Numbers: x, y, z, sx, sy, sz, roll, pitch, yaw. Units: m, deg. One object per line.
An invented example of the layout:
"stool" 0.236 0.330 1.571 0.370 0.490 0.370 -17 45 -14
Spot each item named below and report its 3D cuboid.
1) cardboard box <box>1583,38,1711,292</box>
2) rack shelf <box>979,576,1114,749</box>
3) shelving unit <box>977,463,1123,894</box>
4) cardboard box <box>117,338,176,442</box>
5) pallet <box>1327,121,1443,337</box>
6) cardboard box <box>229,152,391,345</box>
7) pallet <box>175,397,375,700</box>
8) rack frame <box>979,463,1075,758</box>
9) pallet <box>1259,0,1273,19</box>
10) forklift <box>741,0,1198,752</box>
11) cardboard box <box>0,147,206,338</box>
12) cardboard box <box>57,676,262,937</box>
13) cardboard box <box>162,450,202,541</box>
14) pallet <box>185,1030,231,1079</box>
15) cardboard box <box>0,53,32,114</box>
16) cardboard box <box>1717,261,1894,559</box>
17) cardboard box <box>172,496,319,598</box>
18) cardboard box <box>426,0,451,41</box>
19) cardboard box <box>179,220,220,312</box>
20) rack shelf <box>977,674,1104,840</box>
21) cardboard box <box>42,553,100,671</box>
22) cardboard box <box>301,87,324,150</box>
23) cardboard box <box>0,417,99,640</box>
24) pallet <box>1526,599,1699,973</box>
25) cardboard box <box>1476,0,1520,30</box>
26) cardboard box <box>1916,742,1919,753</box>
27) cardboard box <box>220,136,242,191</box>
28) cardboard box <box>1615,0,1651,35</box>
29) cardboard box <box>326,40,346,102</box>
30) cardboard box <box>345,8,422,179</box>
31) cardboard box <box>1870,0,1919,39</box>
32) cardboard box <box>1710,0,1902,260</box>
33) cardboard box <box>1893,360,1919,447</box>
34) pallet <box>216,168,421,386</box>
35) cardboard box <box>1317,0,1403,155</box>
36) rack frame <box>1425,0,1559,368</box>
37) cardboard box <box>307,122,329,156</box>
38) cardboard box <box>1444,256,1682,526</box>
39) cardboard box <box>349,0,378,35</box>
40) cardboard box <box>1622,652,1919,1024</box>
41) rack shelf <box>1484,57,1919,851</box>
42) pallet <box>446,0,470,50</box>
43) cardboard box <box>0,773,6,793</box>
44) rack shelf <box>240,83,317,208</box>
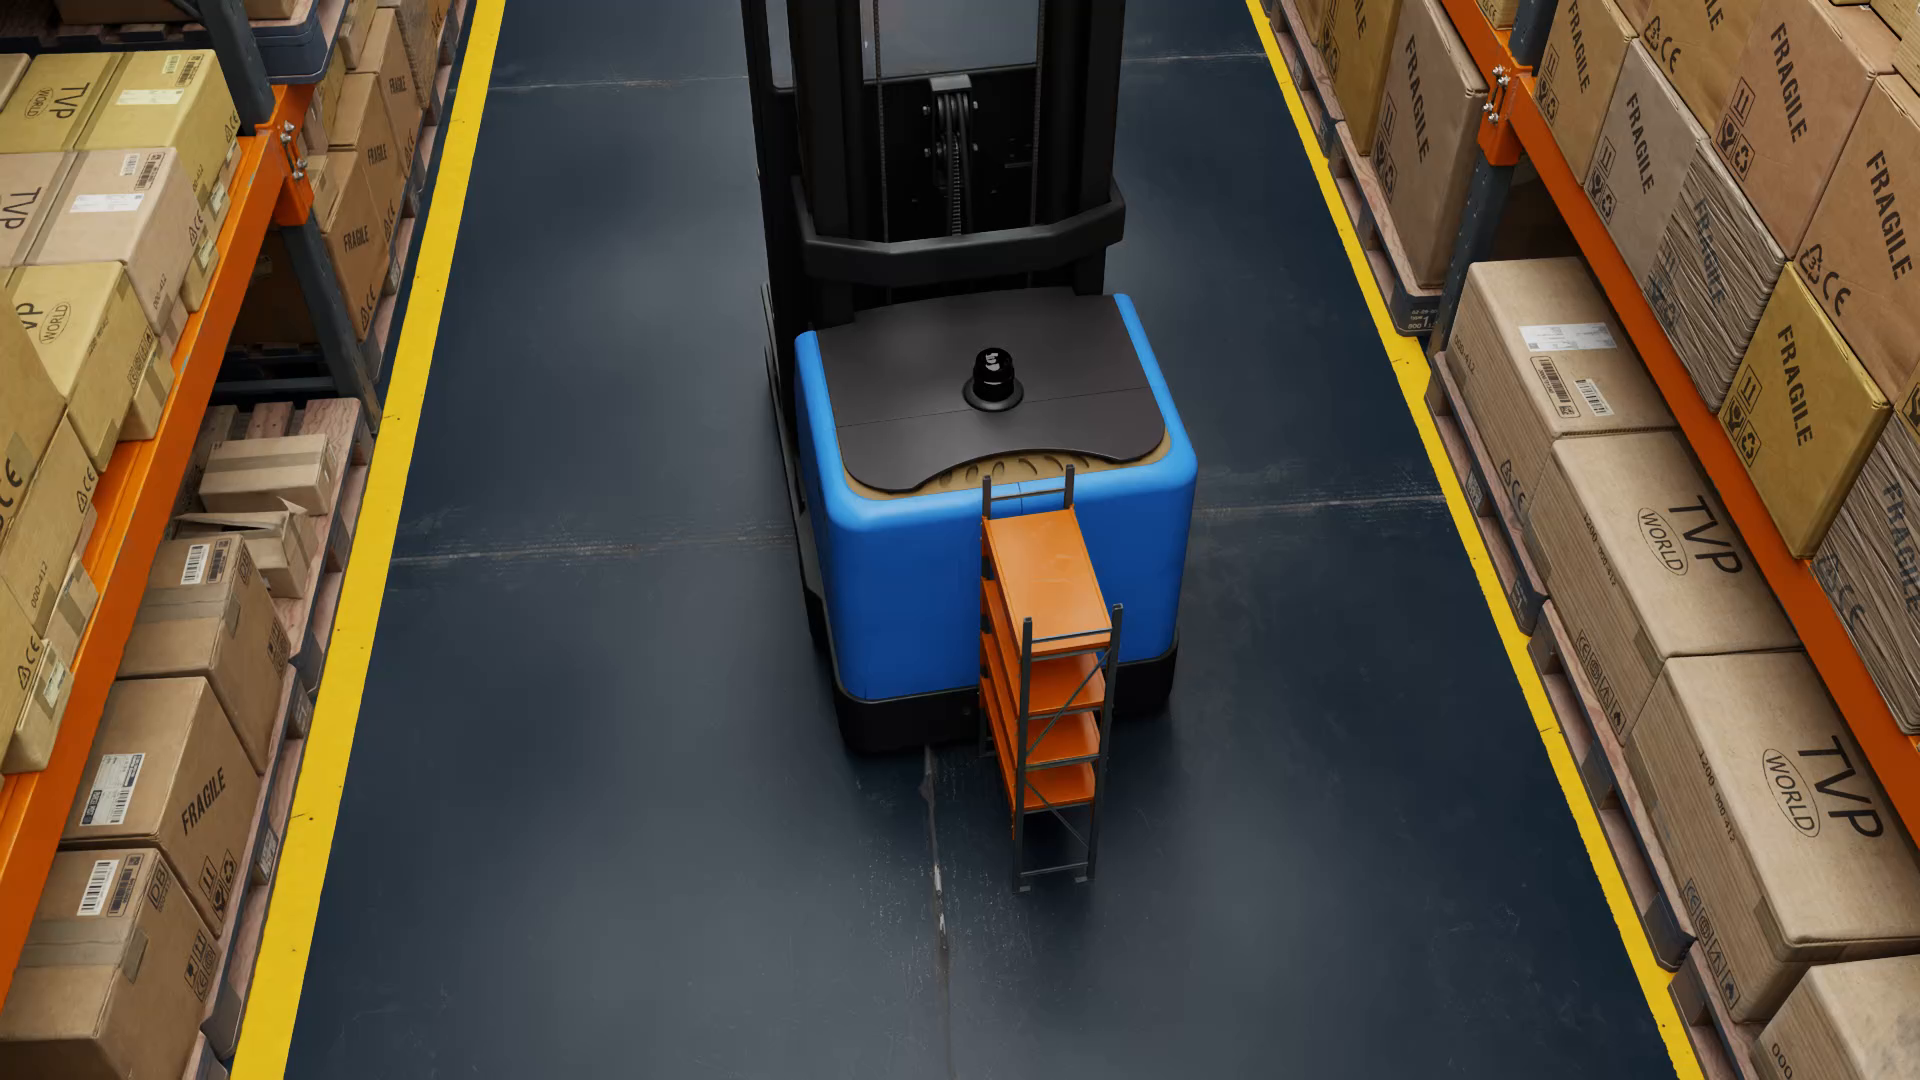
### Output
"cardboard box" 2.118 -1.047 4.607 0.500 0.500 0.500 -3 47 -3
"rack shelf" 0.223 0.303 4.421 0.258 0.148 0.480 -8 47 -7
"shelving unit" 0.223 0.411 4.535 0.258 1.200 0.503 -8 47 -7
"cardboard box" -2.232 -0.378 4.215 0.380 0.149 0.250 -4 47 -4
"pallet" 2.162 -1.327 6.862 1.003 0.211 1.213 -3 47 -3
"cardboard box" -2.461 -1.076 6.136 0.500 0.500 0.500 -2 47 -2
"pallet" -2.588 0.028 5.578 1.003 0.211 1.213 -3 47 -3
"rack frame" 0.177 0.237 4.699 0.240 1.200 0.015 -8 47 -7
"pallet" 1.958 -3.093 8.533 1.003 0.211 1.213 -3 47 -3
"forklift" -0.117 -1.453 5.108 1.130 2.935 3.031 -8 47 -7
"cardboard box" -2.302 -0.763 4.306 0.500 0.250 0.500 -3 47 -3
"cardboard box" -2.244 0.724 4.431 0.500 0.500 0.500 -3 47 -3
"cardboard box" -2.825 -0.155 5.394 0.500 0.311 0.500 -2 47 -2
"pallet" -2.384 1.793 3.906 1.003 0.211 1.213 -3 47 -3
"cardboard box" -2.872 -1.104 4.628 0.500 0.250 0.500 -4 47 -4
"cardboard box" 2.196 -0.314 3.913 0.500 0.500 0.500 -2 47 -2
"cardboard box" -2.275 0.011 5.267 0.396 0.266 0.258 -2 47 -2
"cardboard box" -2.652 -2.573 7.553 0.500 0.500 0.500 -2 47 -2
"cardboard box" -2.277 -0.753 4.570 0.380 0.149 0.250 -2 47 -2
"rack shelf" 0.223 0.594 4.728 0.258 0.148 0.480 -8 47 -7
"cardboard box" -2.164 0.174 3.693 0.380 0.149 0.250 -3 47 -2
"cardboard box" -2.479 -1.499 5.884 0.380 0.149 0.250 -6 47 -5
"cardboard box" -2.231 -0.029 3.610 0.500 0.250 0.500 -5 47 -4
"pallet" 2.392 0.666 4.974 1.003 0.211 1.213 -3 47 -3
"cardboard box" 2.013 -1.990 5.672 0.500 0.250 0.500 -4 47 -4
"cardboard box" 2.305 0.430 3.208 0.500 0.500 0.500 -4 47 -4
"cardboard box" -2.366 -1.126 4.924 0.380 0.149 0.250 -3 47 -3
"cardboard box" 2.100 -1.751 4.585 0.500 0.500 0.500 -3 47 -3
"cardboard box" -2.579 -1.790 6.365 0.380 0.149 0.250 -4 47 -4
"cardboard box" -2.553 -1.822 6.842 0.500 0.500 0.500 -5 47 -4
"cardboard box" 2.226 -1.168 3.586 0.380 0.149 0.250 -4 47 -3
"cardboard box" 2.168 -1.014 3.887 0.500 0.500 0.500 -3 47 -3
"cardboard box" 2.248 -0.285 3.197 0.500 0.500 0.500 -4 47 -4
"pallet" -2.750 -1.055 6.604 1.003 0.211 1.213 -3 47 -3
"cardboard box" 2.086 -2.243 6.982 0.875 0.875 0.875 -2 47 -2
"rack frame" 2.301 -1.732 5.325 1.000 3.000 0.127 -3 47 -3
"cardboard box" -2.510 -1.407 6.002 0.380 0.149 0.250 -5 47 -4
"cardboard box" 2.247 -0.535 5.666 0.875 0.438 0.875 -4 47 -4
"cardboard box" -2.581 -2.152 6.708 0.380 0.149 0.250 -2 47 -2
"cardboard box" 2.396 0.765 4.435 0.875 0.438 0.875 -2 47 -2
"rack shelf" 2.469 -0.038 4.215 1.077 0.370 4.000 -3 47 -3
"pallet" -2.955 -2.821 8.276 1.003 0.211 1.213 -3 47 -3
"cardboard box" -2.176 0.550 3.336 0.380 0.149 0.250 -3 47 -3
"rack shelf" -2.812 -2.628 6.668 1.077 0.370 4.000 -3 47 -3
